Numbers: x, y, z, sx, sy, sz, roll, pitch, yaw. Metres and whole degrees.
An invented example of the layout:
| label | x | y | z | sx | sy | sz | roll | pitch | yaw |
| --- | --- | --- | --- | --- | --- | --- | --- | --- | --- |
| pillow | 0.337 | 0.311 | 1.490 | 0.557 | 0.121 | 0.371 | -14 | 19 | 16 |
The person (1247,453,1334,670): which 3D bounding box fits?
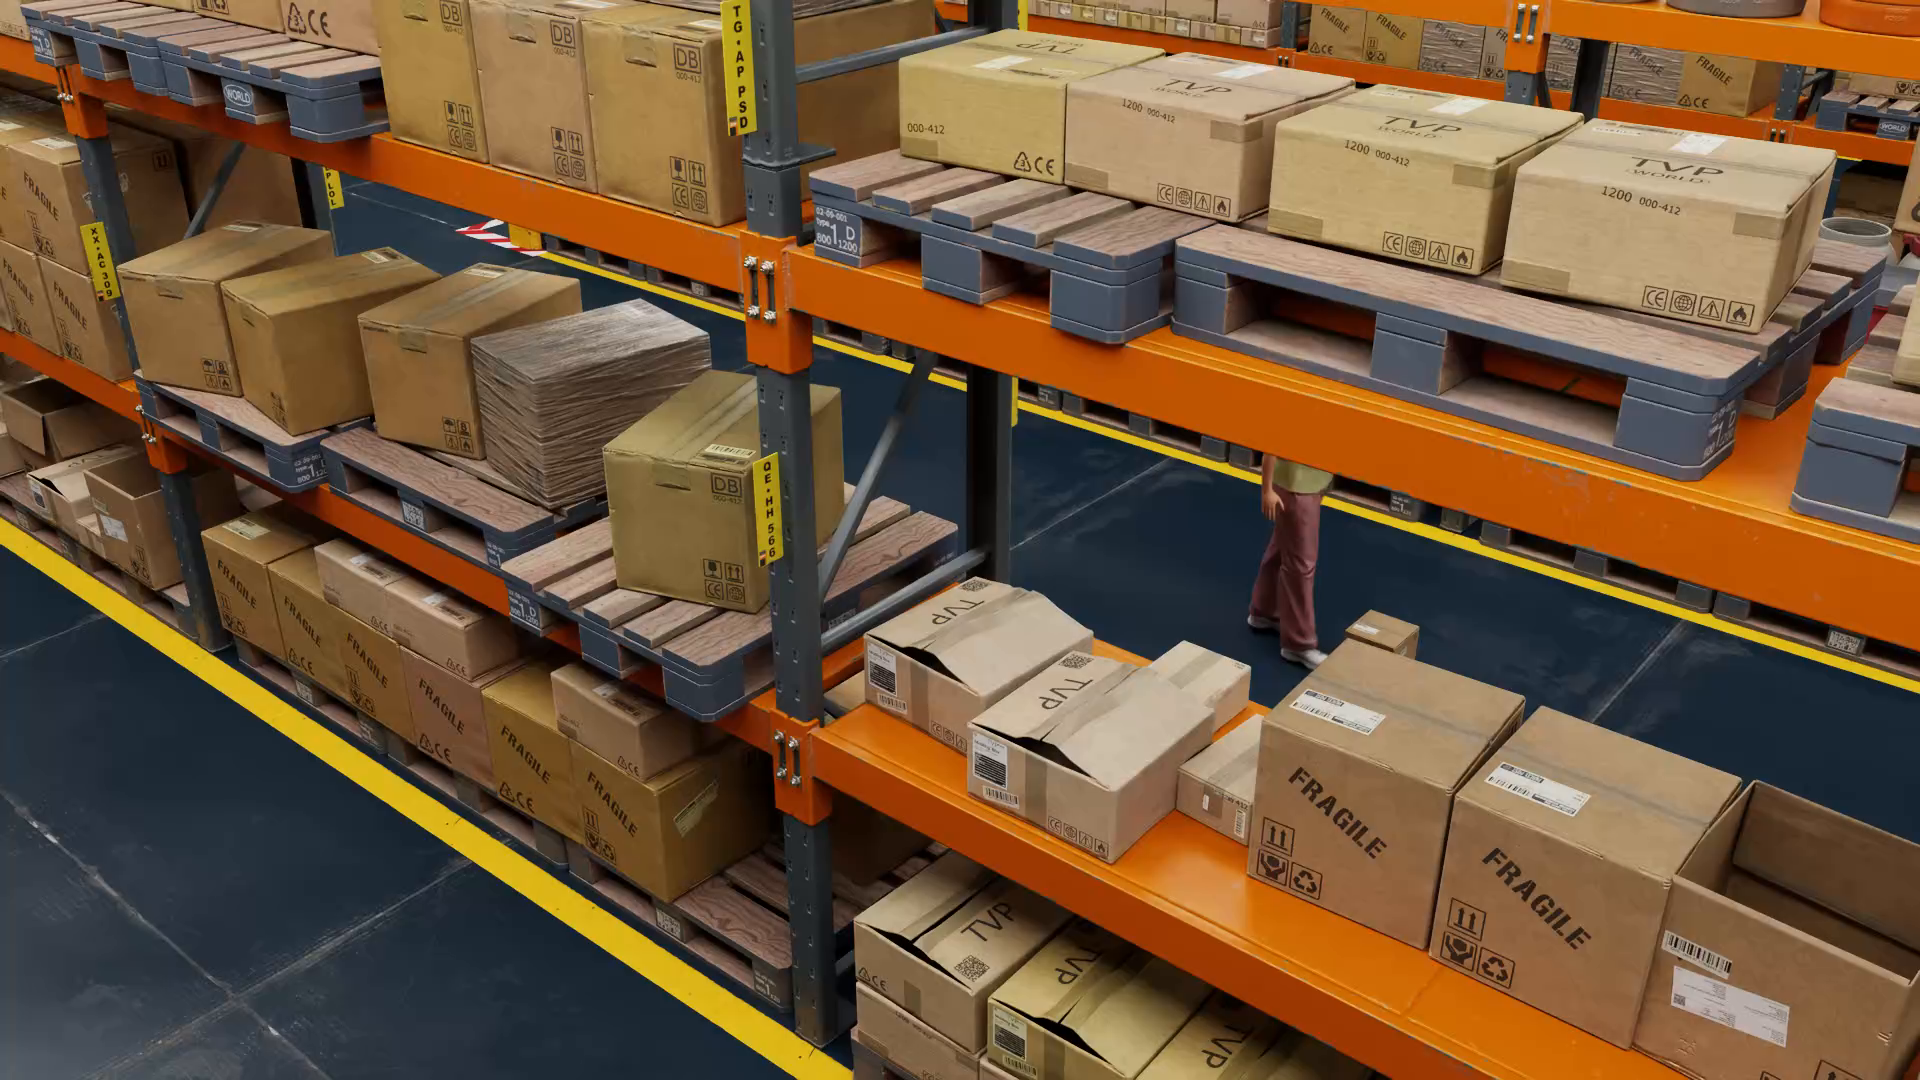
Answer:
| label | x | y | z | sx | sy | sz | roll | pitch | yaw |
| --- | --- | --- | --- | --- | --- | --- | --- | --- | --- |
| person | 1.616 | -0.249 | 7.579 | 0.551 | 1.673 | 0.459 | 16 | 32 | 28 |
